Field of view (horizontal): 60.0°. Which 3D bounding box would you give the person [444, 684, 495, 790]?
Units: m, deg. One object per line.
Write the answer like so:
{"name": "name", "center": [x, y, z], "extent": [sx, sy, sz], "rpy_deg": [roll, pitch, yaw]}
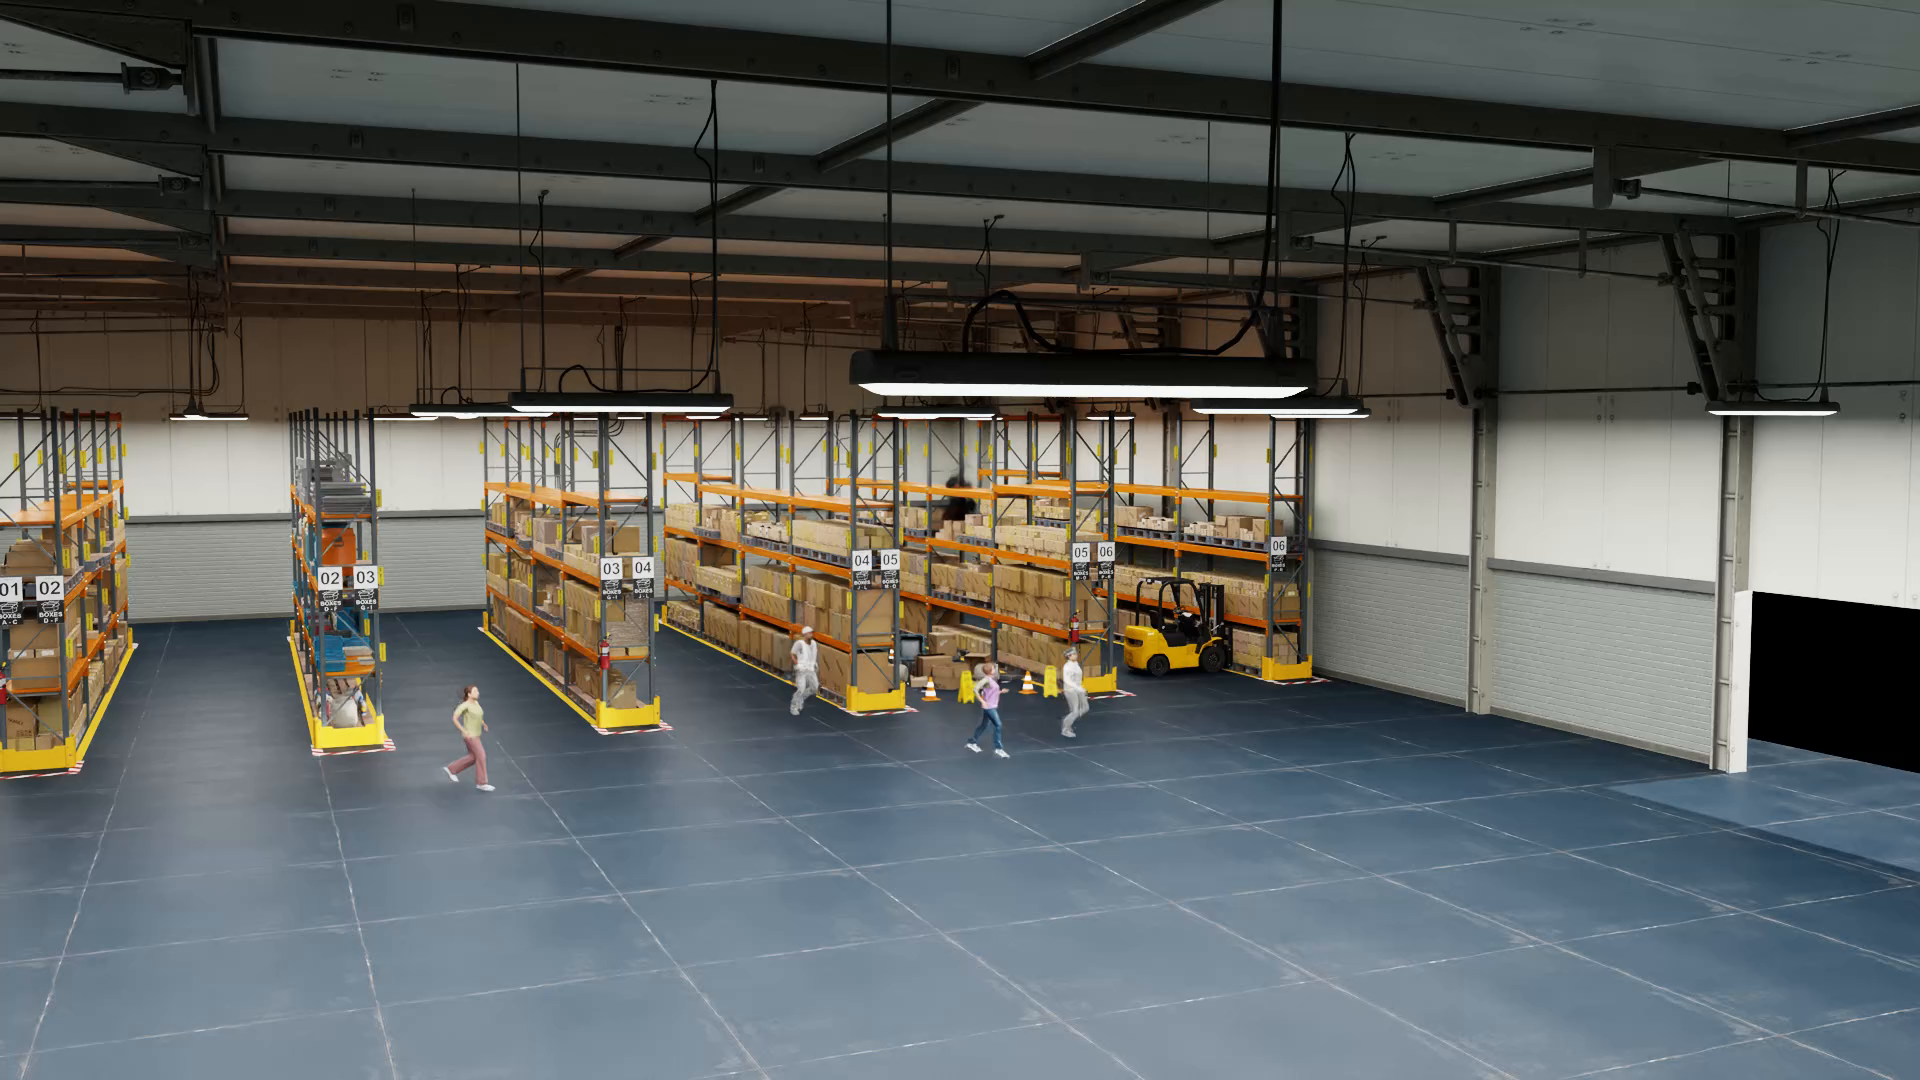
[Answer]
{"name": "person", "center": [-7.699, 3.082, 26.037], "extent": [0.850, 1.667, 0.591], "rpy_deg": [1, 4, 8]}

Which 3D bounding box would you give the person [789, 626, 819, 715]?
{"name": "person", "center": [-3.015, 2.566, 32.809], "extent": [0.523, 1.717, 0.744], "rpy_deg": [4, 6, 44]}

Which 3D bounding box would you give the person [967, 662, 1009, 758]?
{"name": "person", "center": [0.475, 2.911, 28.547], "extent": [0.757, 1.636, 0.514], "rpy_deg": [1, 4, 9]}

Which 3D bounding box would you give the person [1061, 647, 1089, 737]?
{"name": "person", "center": [2.100, 2.767, 30.417], "extent": [0.504, 1.660, 0.628], "rpy_deg": [2, 4, 25]}
